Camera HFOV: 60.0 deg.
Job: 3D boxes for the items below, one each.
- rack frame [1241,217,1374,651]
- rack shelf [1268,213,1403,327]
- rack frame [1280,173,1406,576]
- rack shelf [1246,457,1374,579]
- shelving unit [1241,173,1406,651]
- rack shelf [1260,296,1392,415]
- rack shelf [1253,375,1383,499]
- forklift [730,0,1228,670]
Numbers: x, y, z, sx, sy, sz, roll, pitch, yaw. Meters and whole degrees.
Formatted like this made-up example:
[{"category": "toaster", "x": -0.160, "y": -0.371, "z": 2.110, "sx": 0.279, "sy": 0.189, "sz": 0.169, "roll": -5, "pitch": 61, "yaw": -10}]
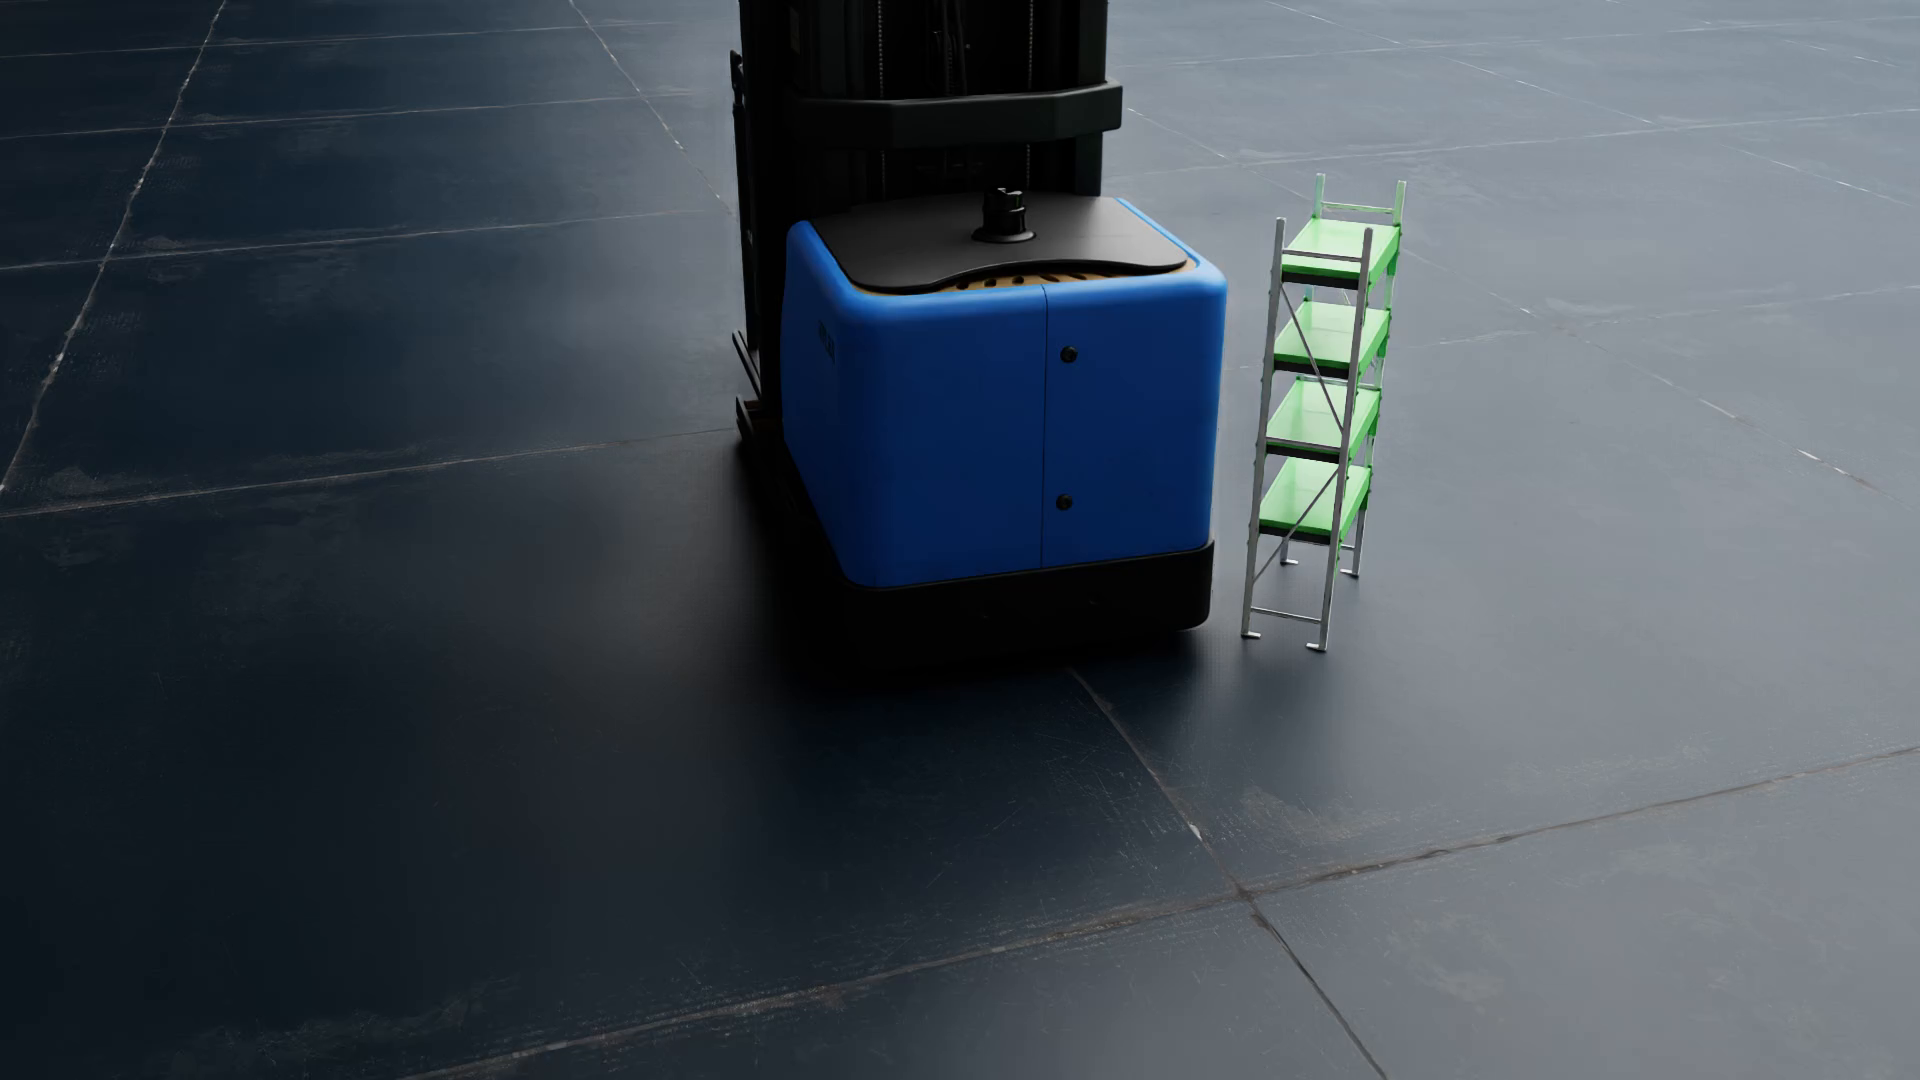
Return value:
[{"category": "rack frame", "x": 0.909, "y": -0.252, "z": 4.407, "sx": 0.240, "sy": 1.200, "sz": 0.015, "roll": 10, "pitch": 28, "yaw": 20}, {"category": "rack shelf", "x": 1.002, "y": -0.724, "z": 4.424, "sx": 0.258, "sy": 0.148, "sz": 0.480, "roll": 10, "pitch": 28, "yaw": 20}, {"category": "rack frame", "x": 1.096, "y": -0.452, "z": 4.811, "sx": 0.240, "sy": 1.200, "sz": 0.015, "roll": 10, "pitch": 28, "yaw": 20}, {"category": "rack shelf", "x": 1.002, "y": -0.080, "z": 4.744, "sx": 0.258, "sy": 0.148, "sz": 0.480, "roll": 10, "pitch": 28, "yaw": 20}, {"category": "shelving unit", "x": 1.002, "y": -0.352, "z": 4.609, "sx": 0.258, "sy": 1.200, "sz": 0.503, "roll": 10, "pitch": 28, "yaw": 20}, {"category": "rack shelf", "x": 1.002, "y": -0.509, "z": 4.531, "sx": 0.258, "sy": 0.148, "sz": 0.480, "roll": 10, "pitch": 28, "yaw": 20}, {"category": "rack shelf", "x": 1.002, "y": -0.294, "z": 4.638, "sx": 0.258, "sy": 0.148, "sz": 0.480, "roll": 10, "pitch": 28, "yaw": 20}, {"category": "forklift", "x": -0.172, "y": -1.604, "z": 5.184, "sx": 1.130, "sy": 2.935, "sz": 3.031, "roll": -7, "pitch": 27, "yaw": -13}]
